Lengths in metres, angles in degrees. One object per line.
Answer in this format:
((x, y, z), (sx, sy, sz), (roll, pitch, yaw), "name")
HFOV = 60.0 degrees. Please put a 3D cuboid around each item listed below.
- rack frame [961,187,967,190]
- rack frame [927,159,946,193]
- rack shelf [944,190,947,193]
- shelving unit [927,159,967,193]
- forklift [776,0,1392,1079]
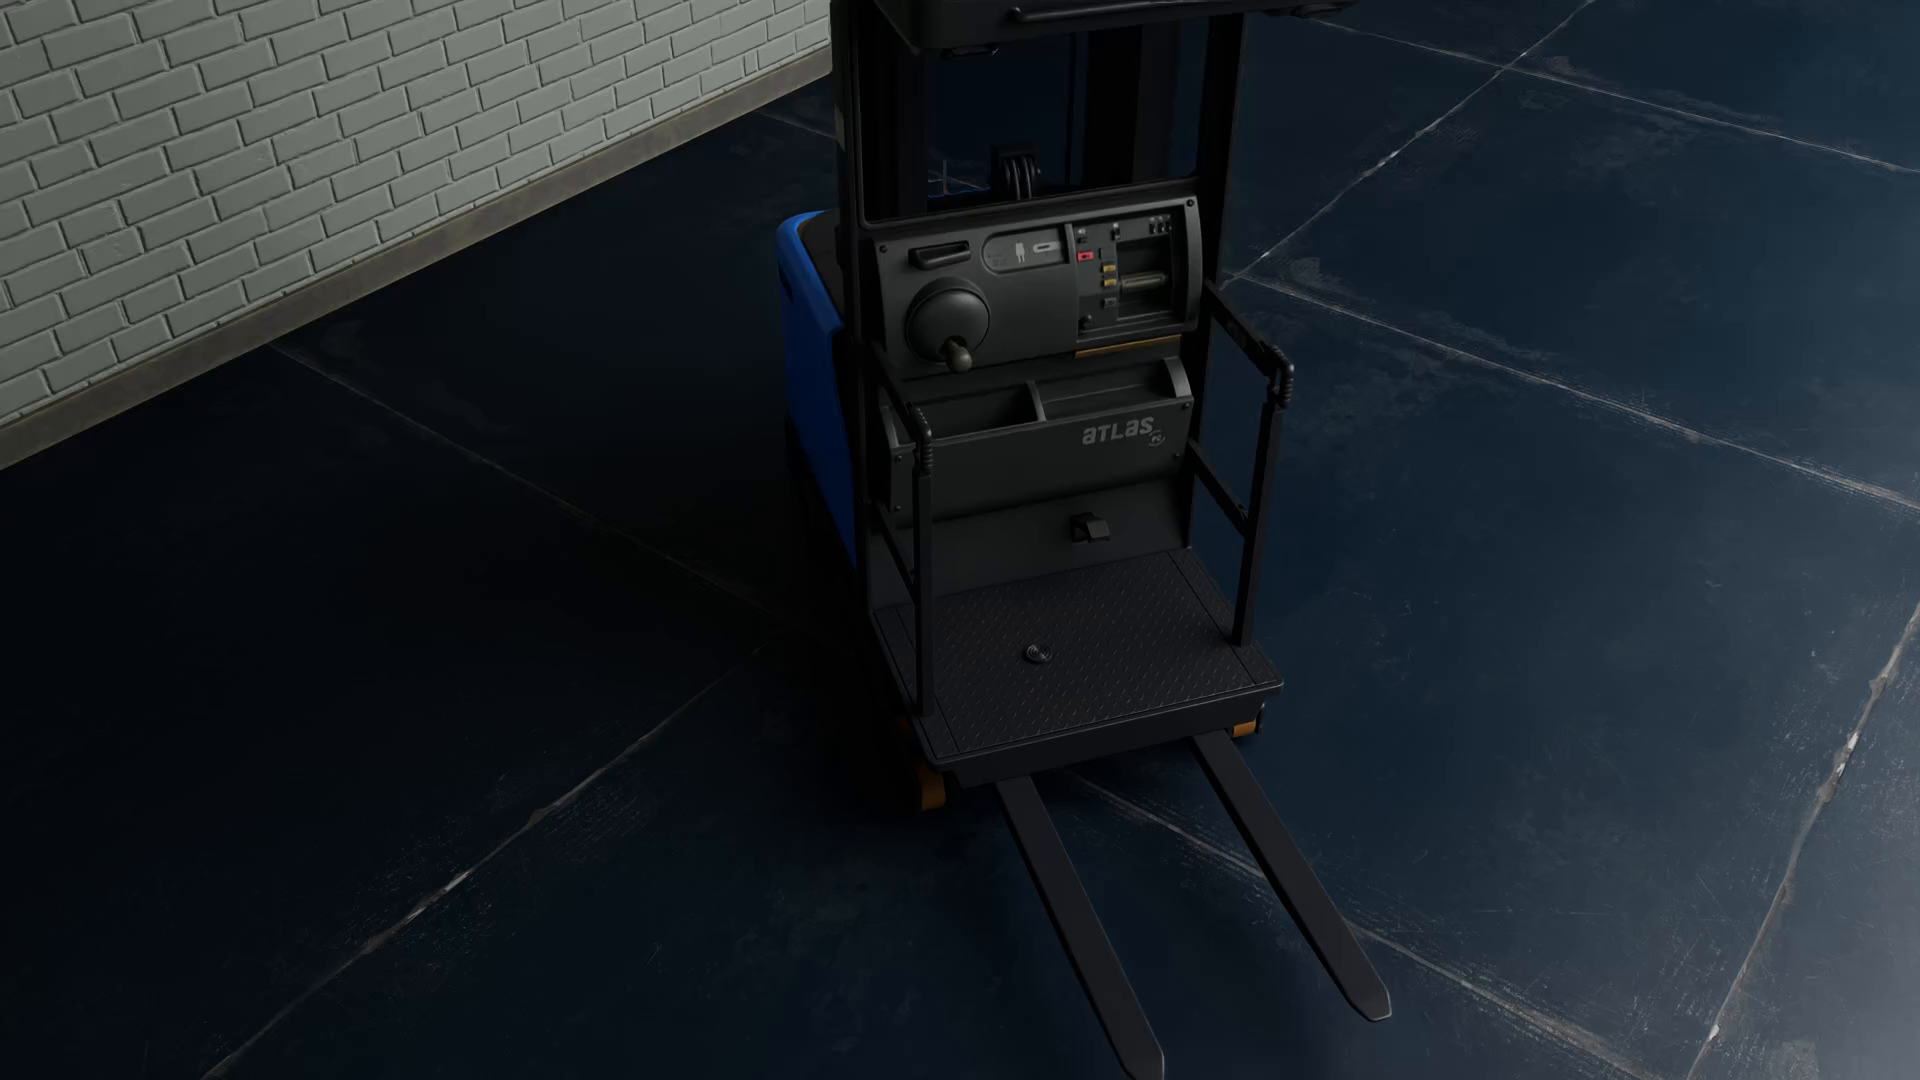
((-0.073, -0.806, 6.143), (0.200, 1.050, 0.008), (-11, 39, -14), "rack frame")
((-0.147, -0.949, 6.326), (0.200, 1.050, 0.008), (-11, 39, -14), "rack frame")
((-0.110, -1.092, 6.066), (0.215, 0.259, 0.240), (-11, 39, -14), "rack shelf")
((-0.110, -0.877, 6.234), (0.215, 1.050, 0.252), (-11, 39, -14), "shelving unit")
((0.292, -0.631, 4.394), (1.130, 2.935, 3.031), (-11, 39, -14), "forklift")
